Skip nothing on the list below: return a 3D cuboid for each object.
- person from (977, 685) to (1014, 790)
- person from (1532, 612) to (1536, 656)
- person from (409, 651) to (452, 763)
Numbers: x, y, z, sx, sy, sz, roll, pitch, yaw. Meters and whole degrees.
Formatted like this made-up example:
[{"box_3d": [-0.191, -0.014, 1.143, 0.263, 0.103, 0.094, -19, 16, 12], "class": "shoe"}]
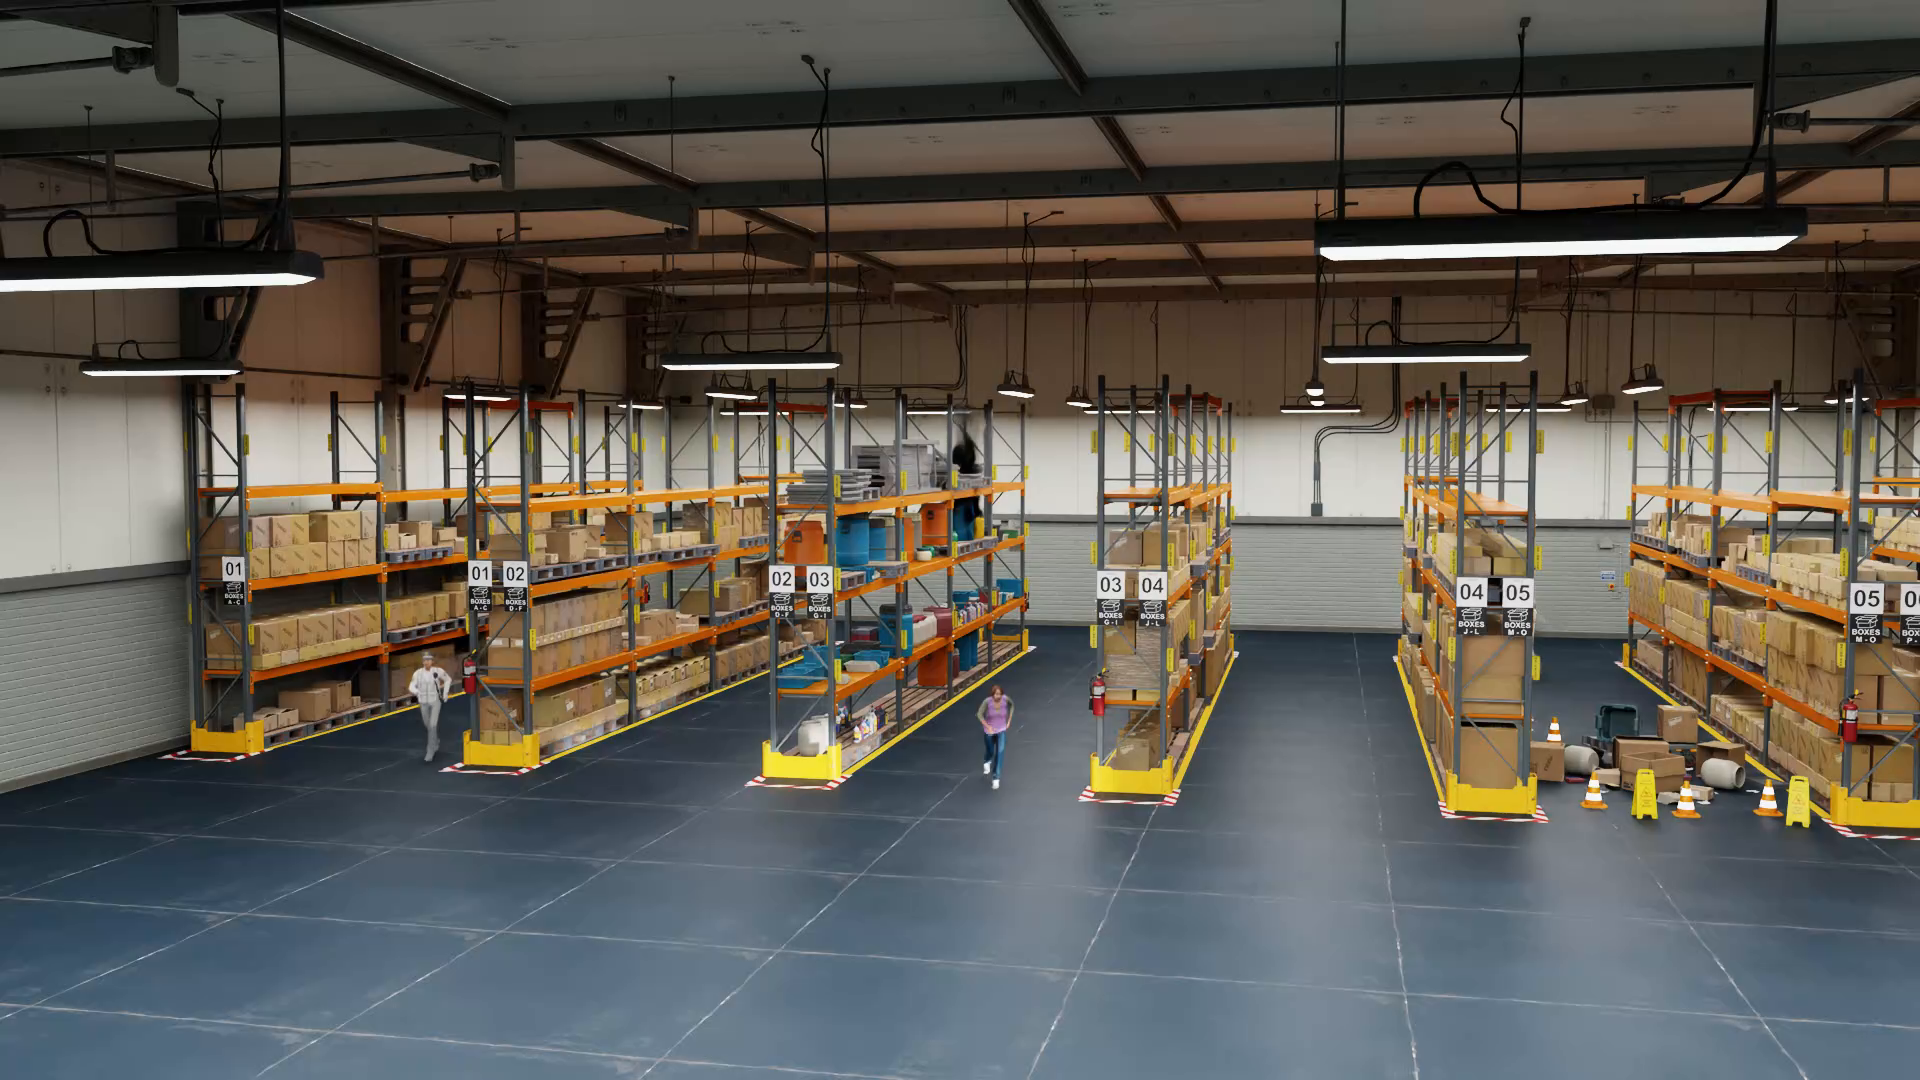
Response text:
[{"box_3d": [0.495, 2.855, 24.546, 0.571, 1.547, 0.915, -1, 3, -13], "class": "person"}, {"box_3d": [12.480, 2.065, 36.823, 0.603, 1.728, 0.790, 0, 3, -3], "class": "person"}, {"box_3d": [-8.483, 2.627, 26.612, 0.594, 1.730, 0.886, 0, 3, -1], "class": "person"}]
